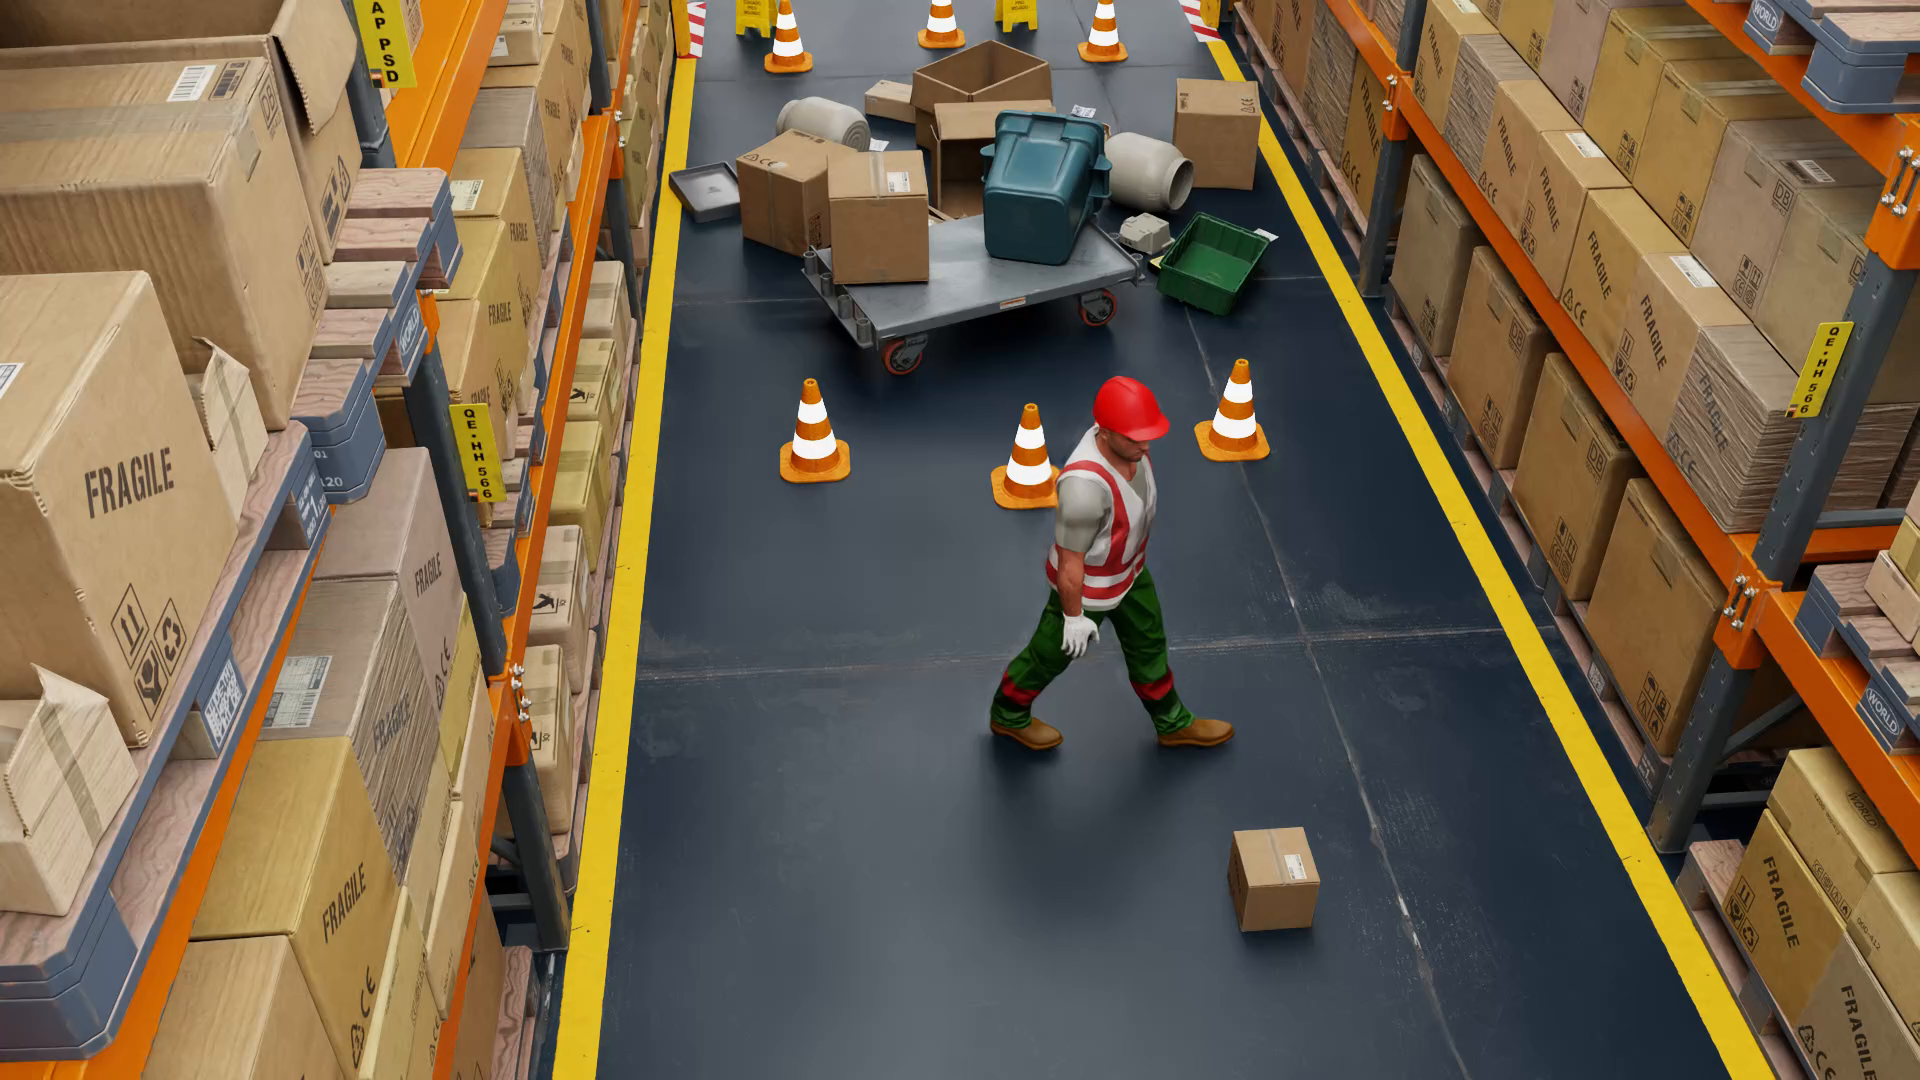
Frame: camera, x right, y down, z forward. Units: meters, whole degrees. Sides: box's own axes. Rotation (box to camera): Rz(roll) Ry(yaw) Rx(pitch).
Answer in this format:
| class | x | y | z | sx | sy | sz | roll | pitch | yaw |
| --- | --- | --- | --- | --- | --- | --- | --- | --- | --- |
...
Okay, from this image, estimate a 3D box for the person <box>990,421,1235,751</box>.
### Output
| class | x | y | z | sx | sy | sz | roll | pitch | yaw |
| --- | --- | --- | --- | --- | --- | --- | --- | --- | --- |
| person | 0.555 | 0.227 | 6.025 | 0.889 | 1.512 | 0.616 | 18 | 42 | 22 |
